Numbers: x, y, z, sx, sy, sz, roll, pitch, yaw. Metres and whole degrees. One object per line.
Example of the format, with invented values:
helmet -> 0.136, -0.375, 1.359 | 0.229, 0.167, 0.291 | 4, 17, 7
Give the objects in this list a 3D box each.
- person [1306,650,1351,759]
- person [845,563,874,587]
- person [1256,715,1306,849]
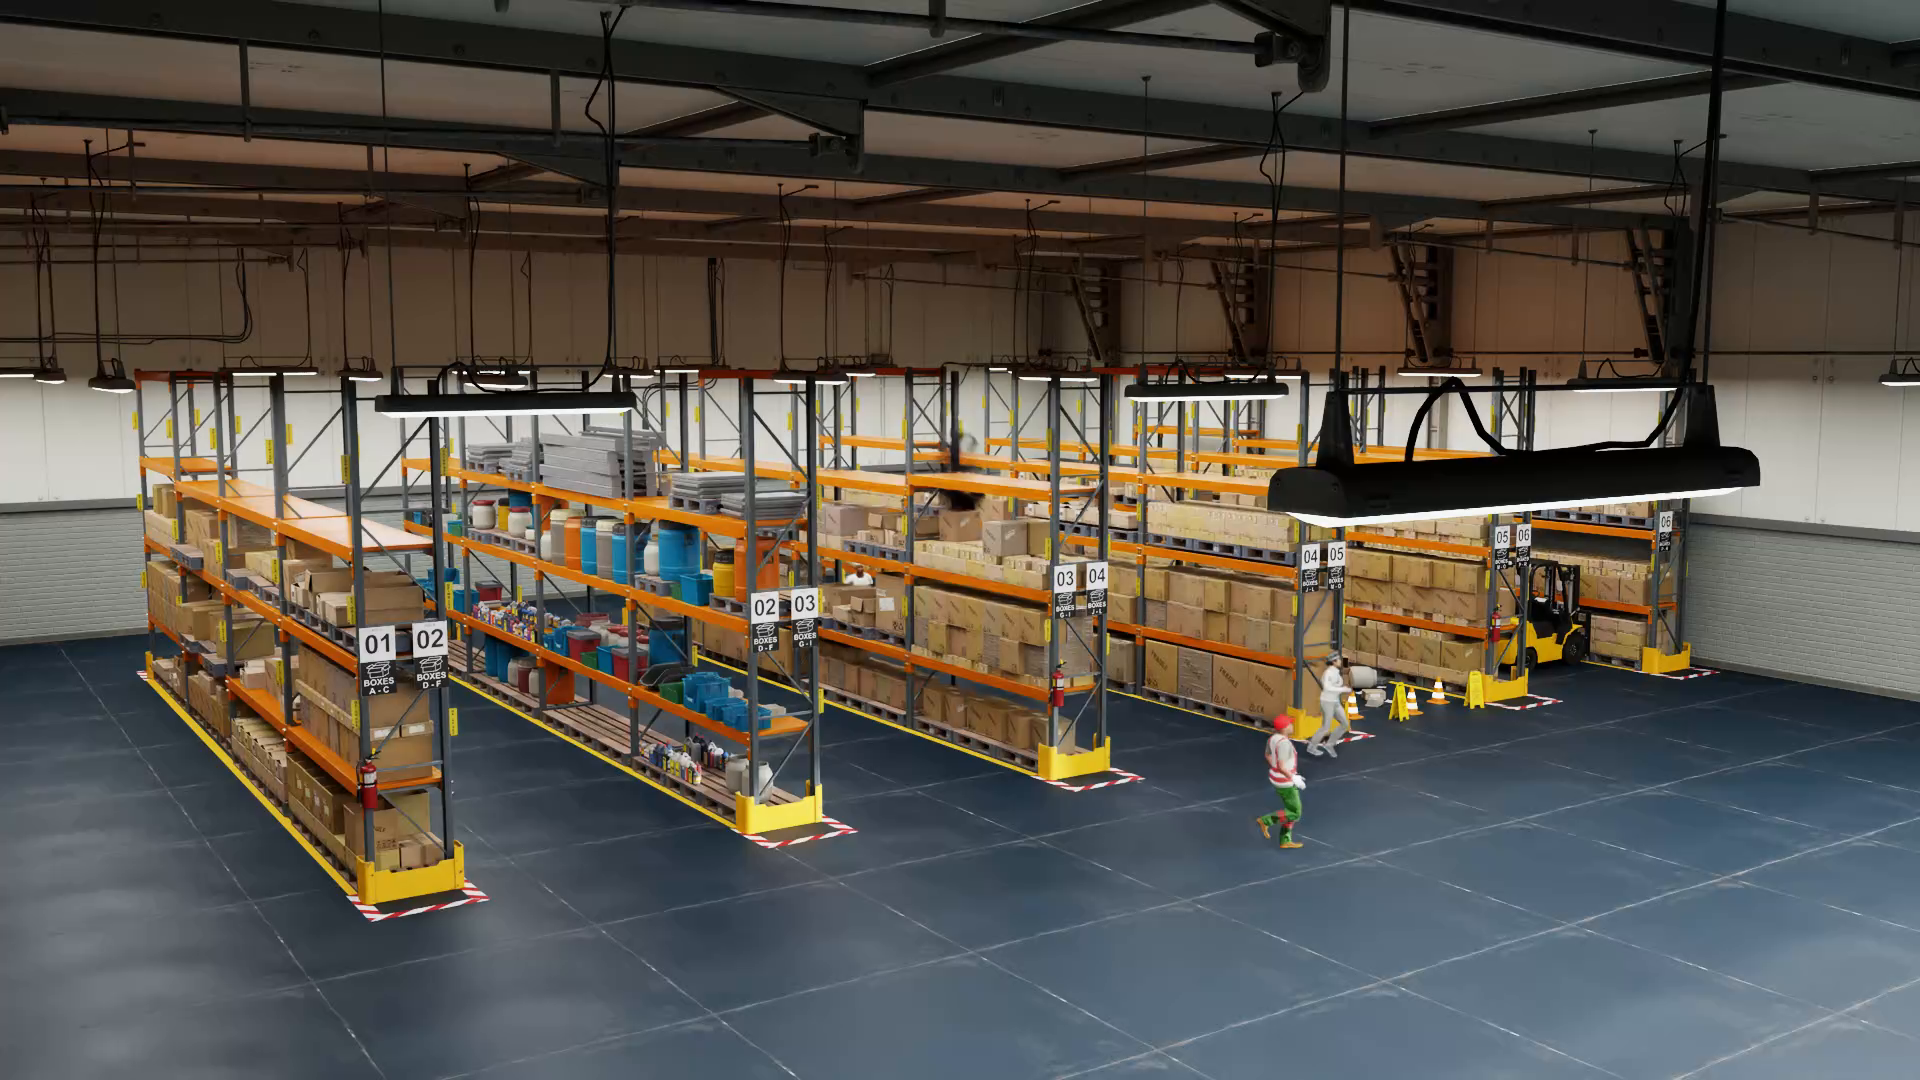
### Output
person -> 5.844, 2.572, 26.133 | 0.647, 1.683, 0.622 | 3, 7, 28
person -> -2.205, 1.333, 36.724 | 0.692, 1.754, 0.751 | -3, 7, -28
person -> 4.071, 3.084, 21.200 | 0.640, 1.744, 0.662 | -1, 6, -7
